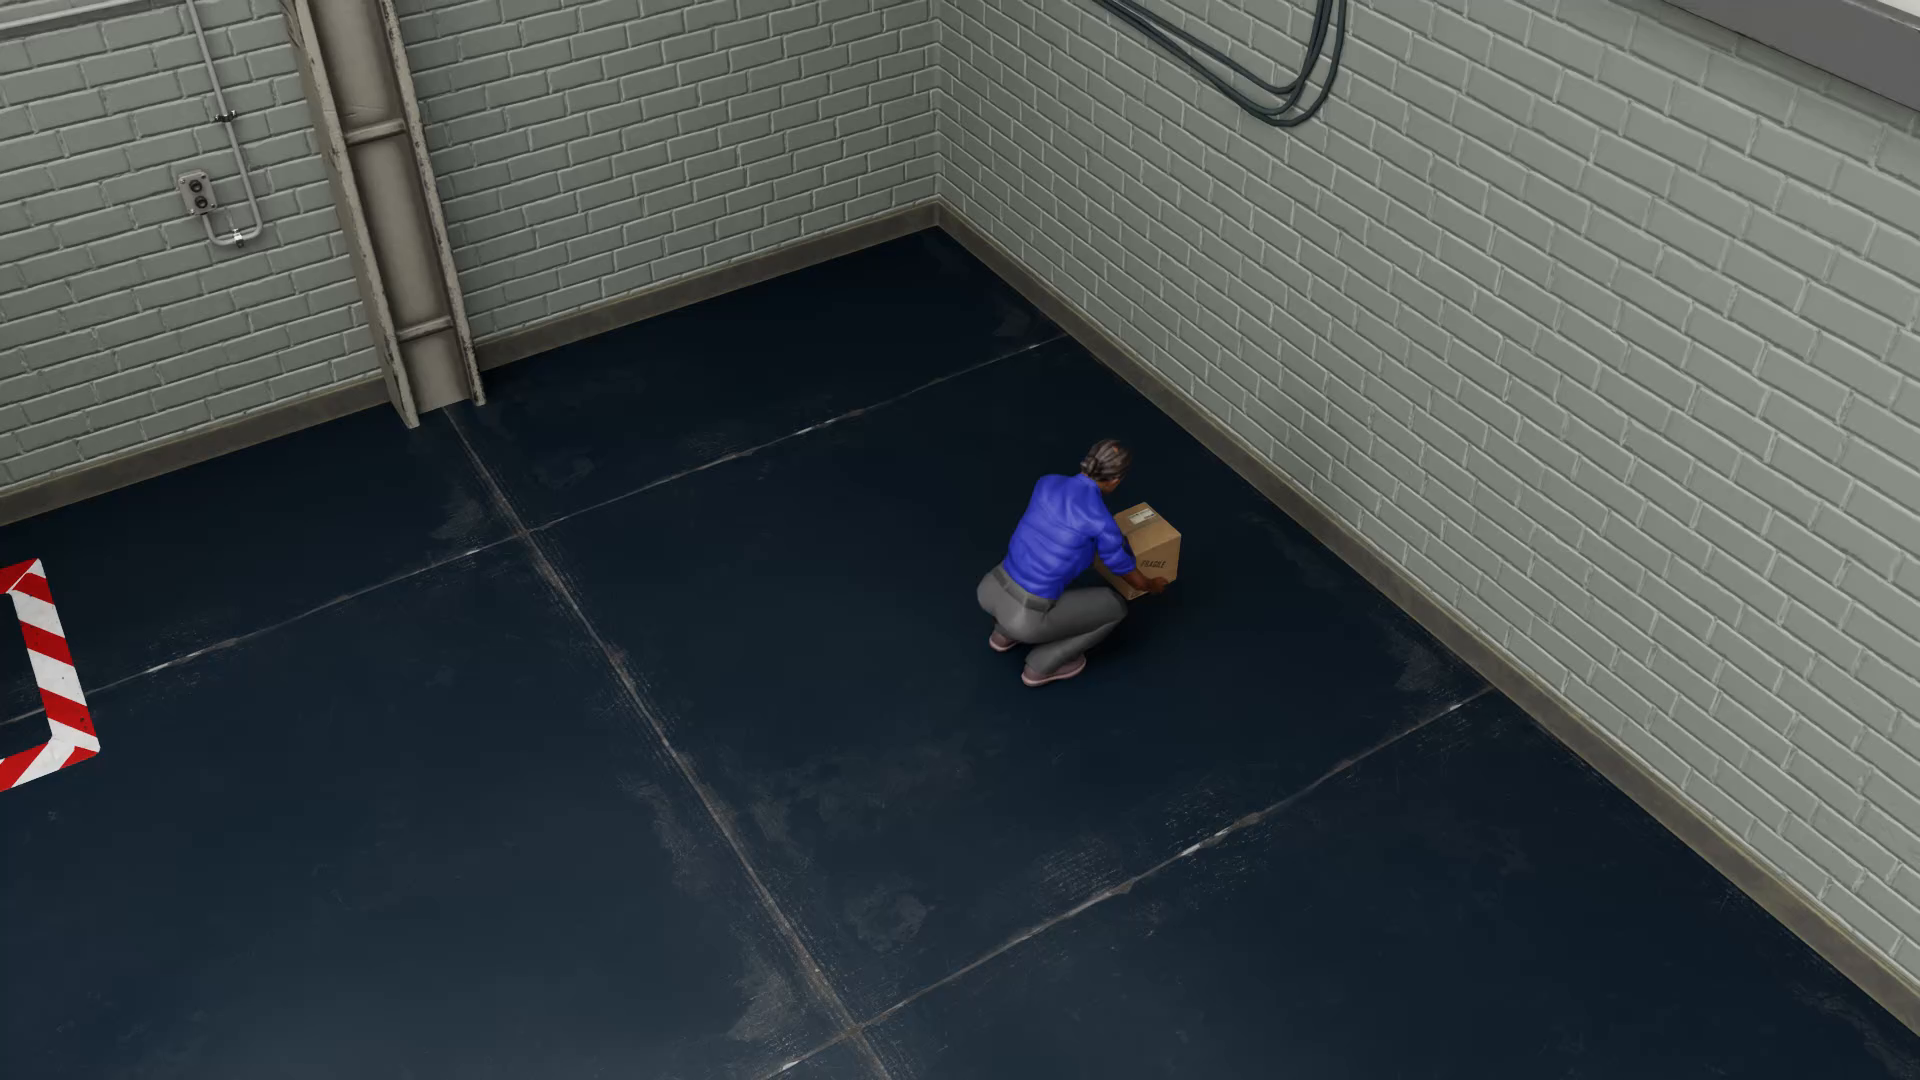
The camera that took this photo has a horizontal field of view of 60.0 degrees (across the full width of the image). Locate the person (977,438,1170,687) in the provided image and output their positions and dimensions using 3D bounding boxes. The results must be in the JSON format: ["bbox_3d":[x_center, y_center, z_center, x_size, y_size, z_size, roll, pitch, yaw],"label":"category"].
[{"bbox_3d":[0.453,0.072,6.650,0.826,0.925,0.489,-23,46,-24],"label":"person"}]
